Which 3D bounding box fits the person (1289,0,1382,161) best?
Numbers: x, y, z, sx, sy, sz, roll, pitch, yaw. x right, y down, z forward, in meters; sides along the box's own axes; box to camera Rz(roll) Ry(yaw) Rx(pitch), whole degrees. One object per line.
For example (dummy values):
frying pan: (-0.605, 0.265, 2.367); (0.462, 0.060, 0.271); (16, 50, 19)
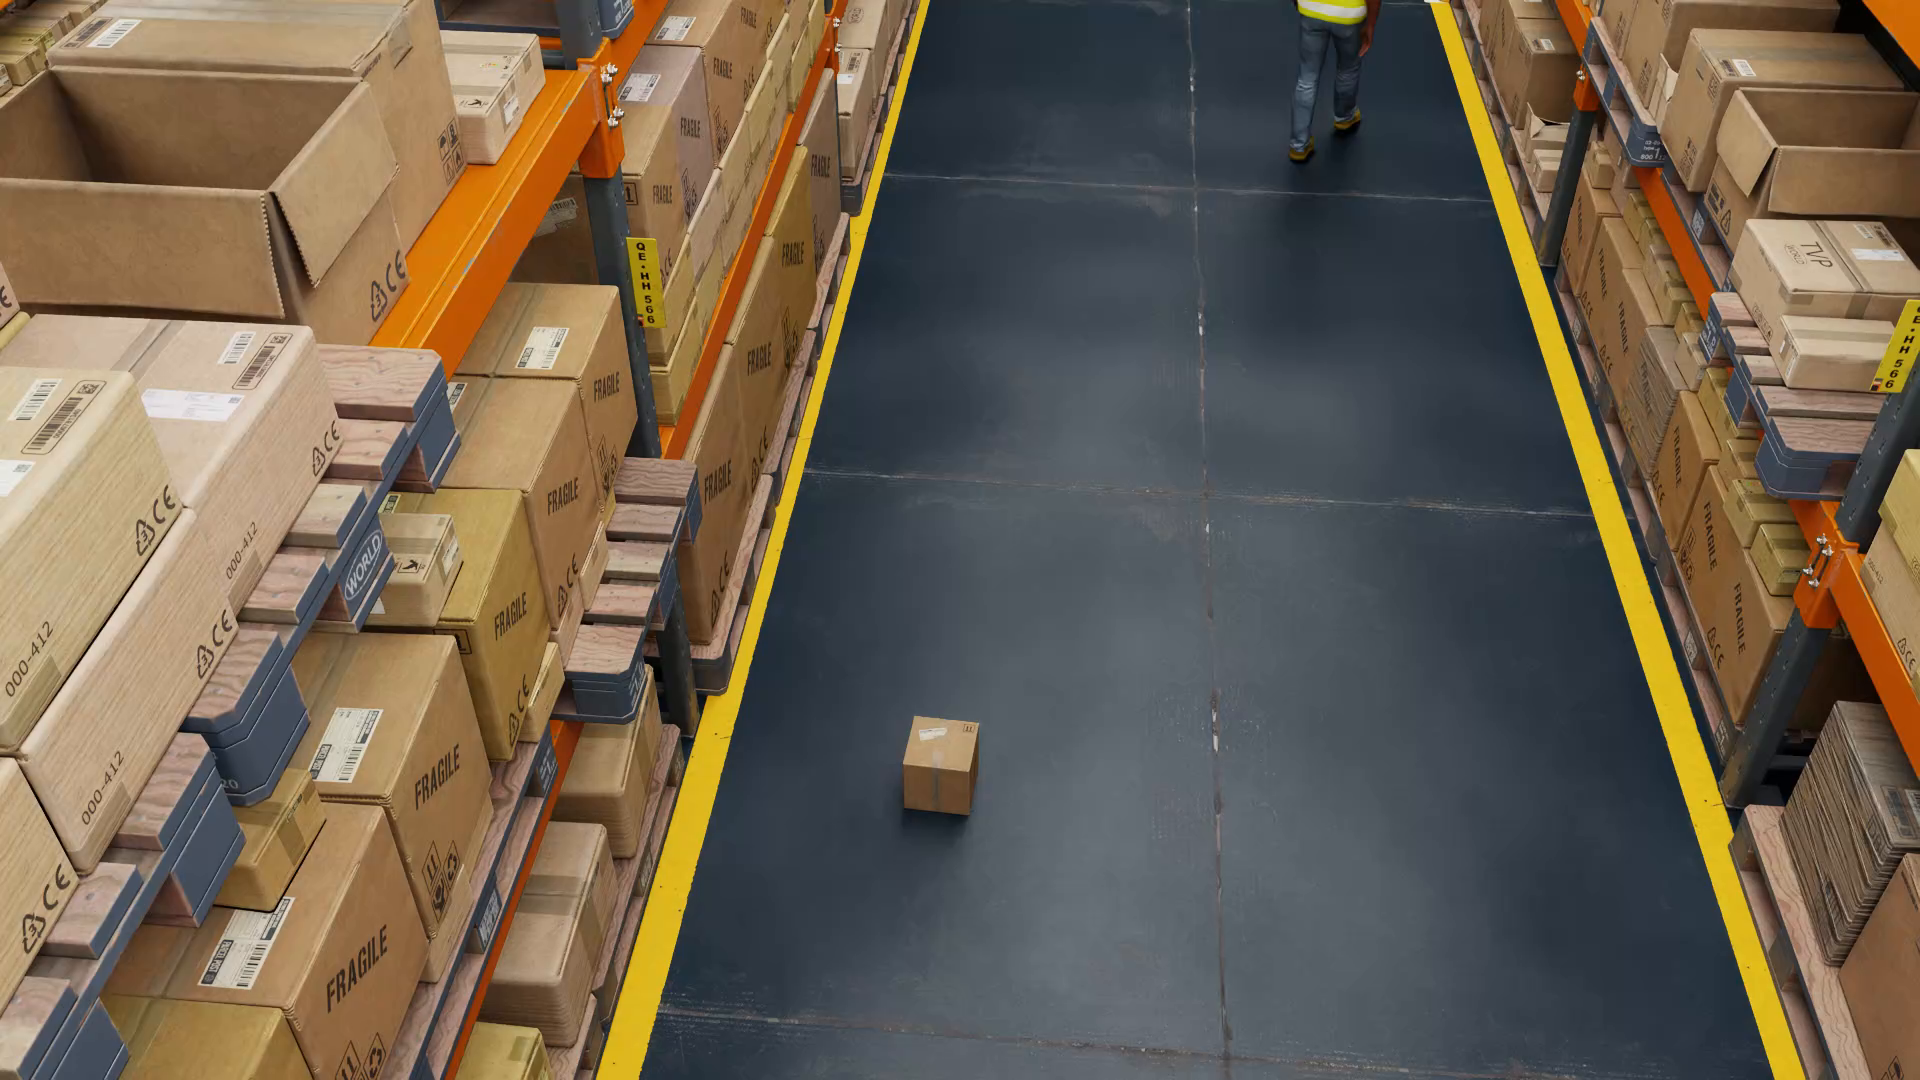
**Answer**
person: (2.258, -3.229, 9.987); (0.589, 1.738, 0.820); (14, 42, 16)
